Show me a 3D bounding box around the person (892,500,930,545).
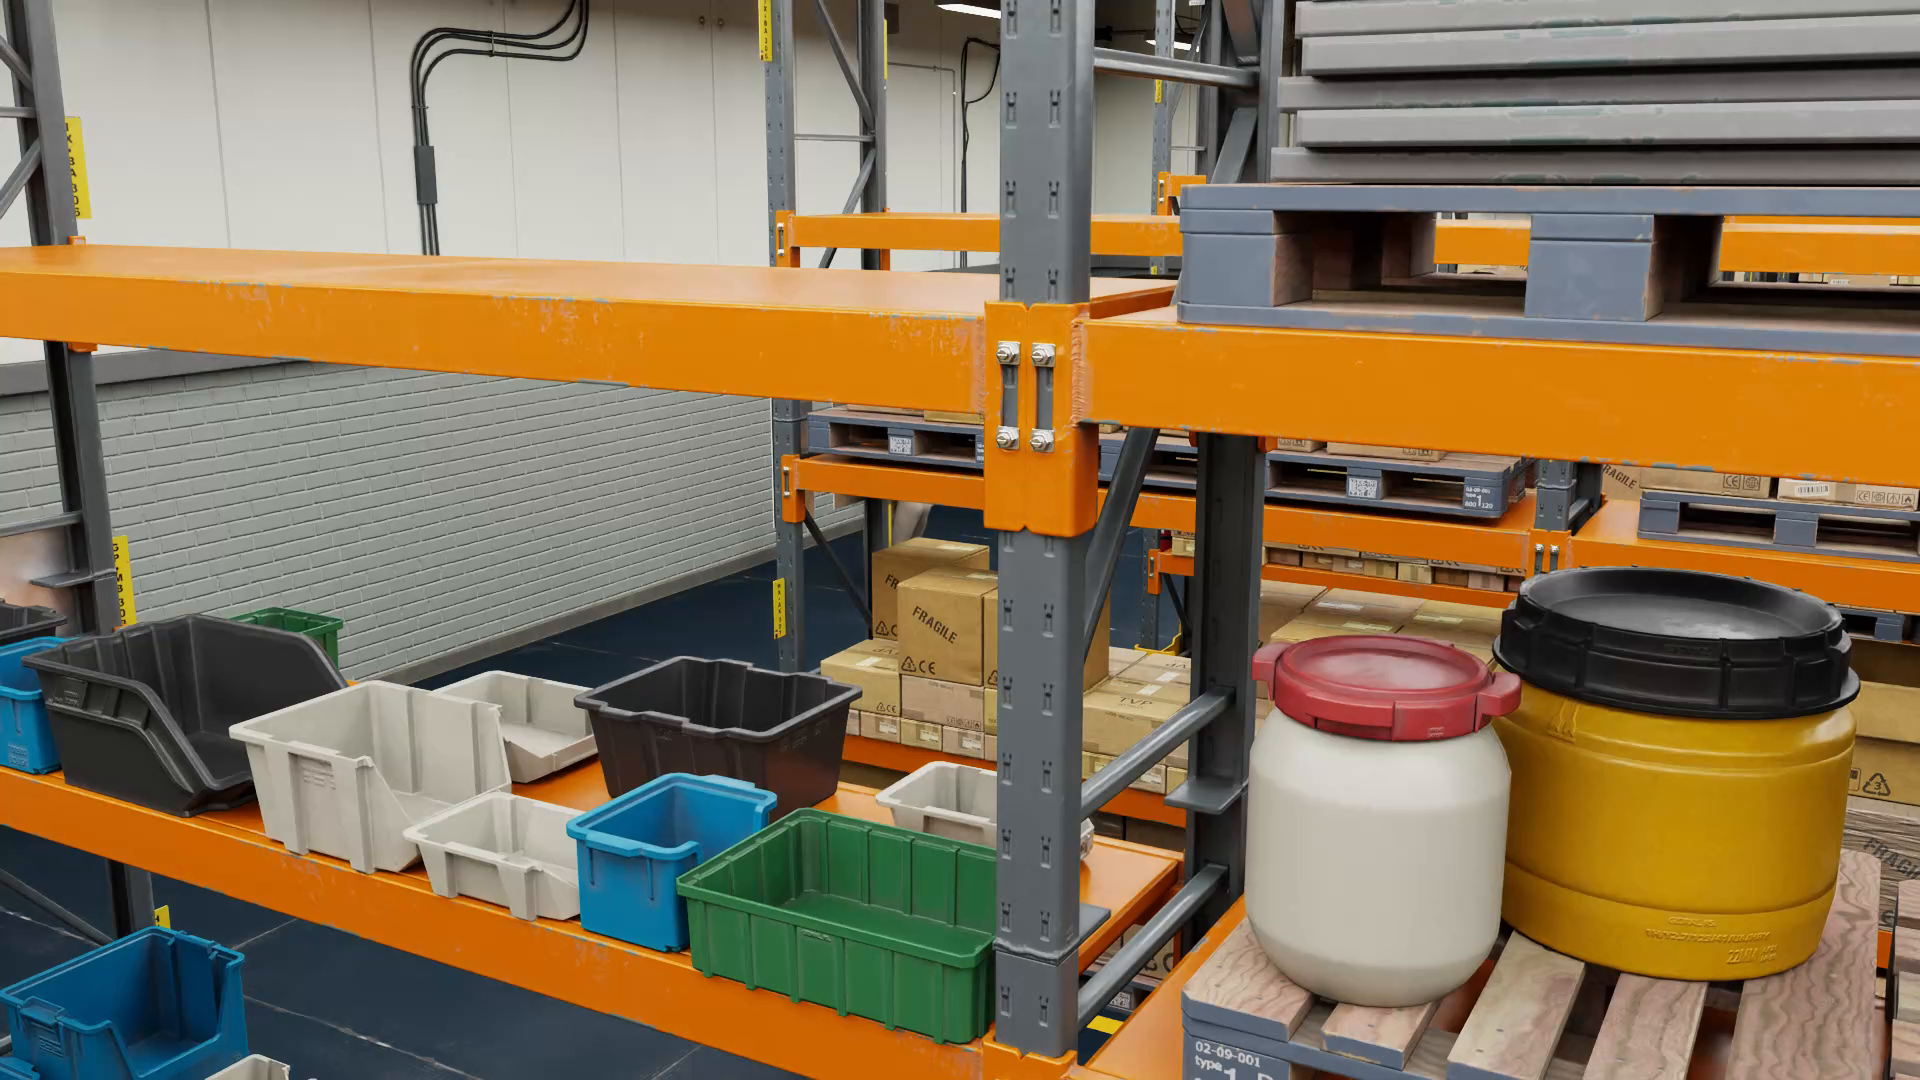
[{"bbox_3d":[-0.538,-0.362,17.638,0.392,1.726,0.606,6,14,25],"label":"person"}]
